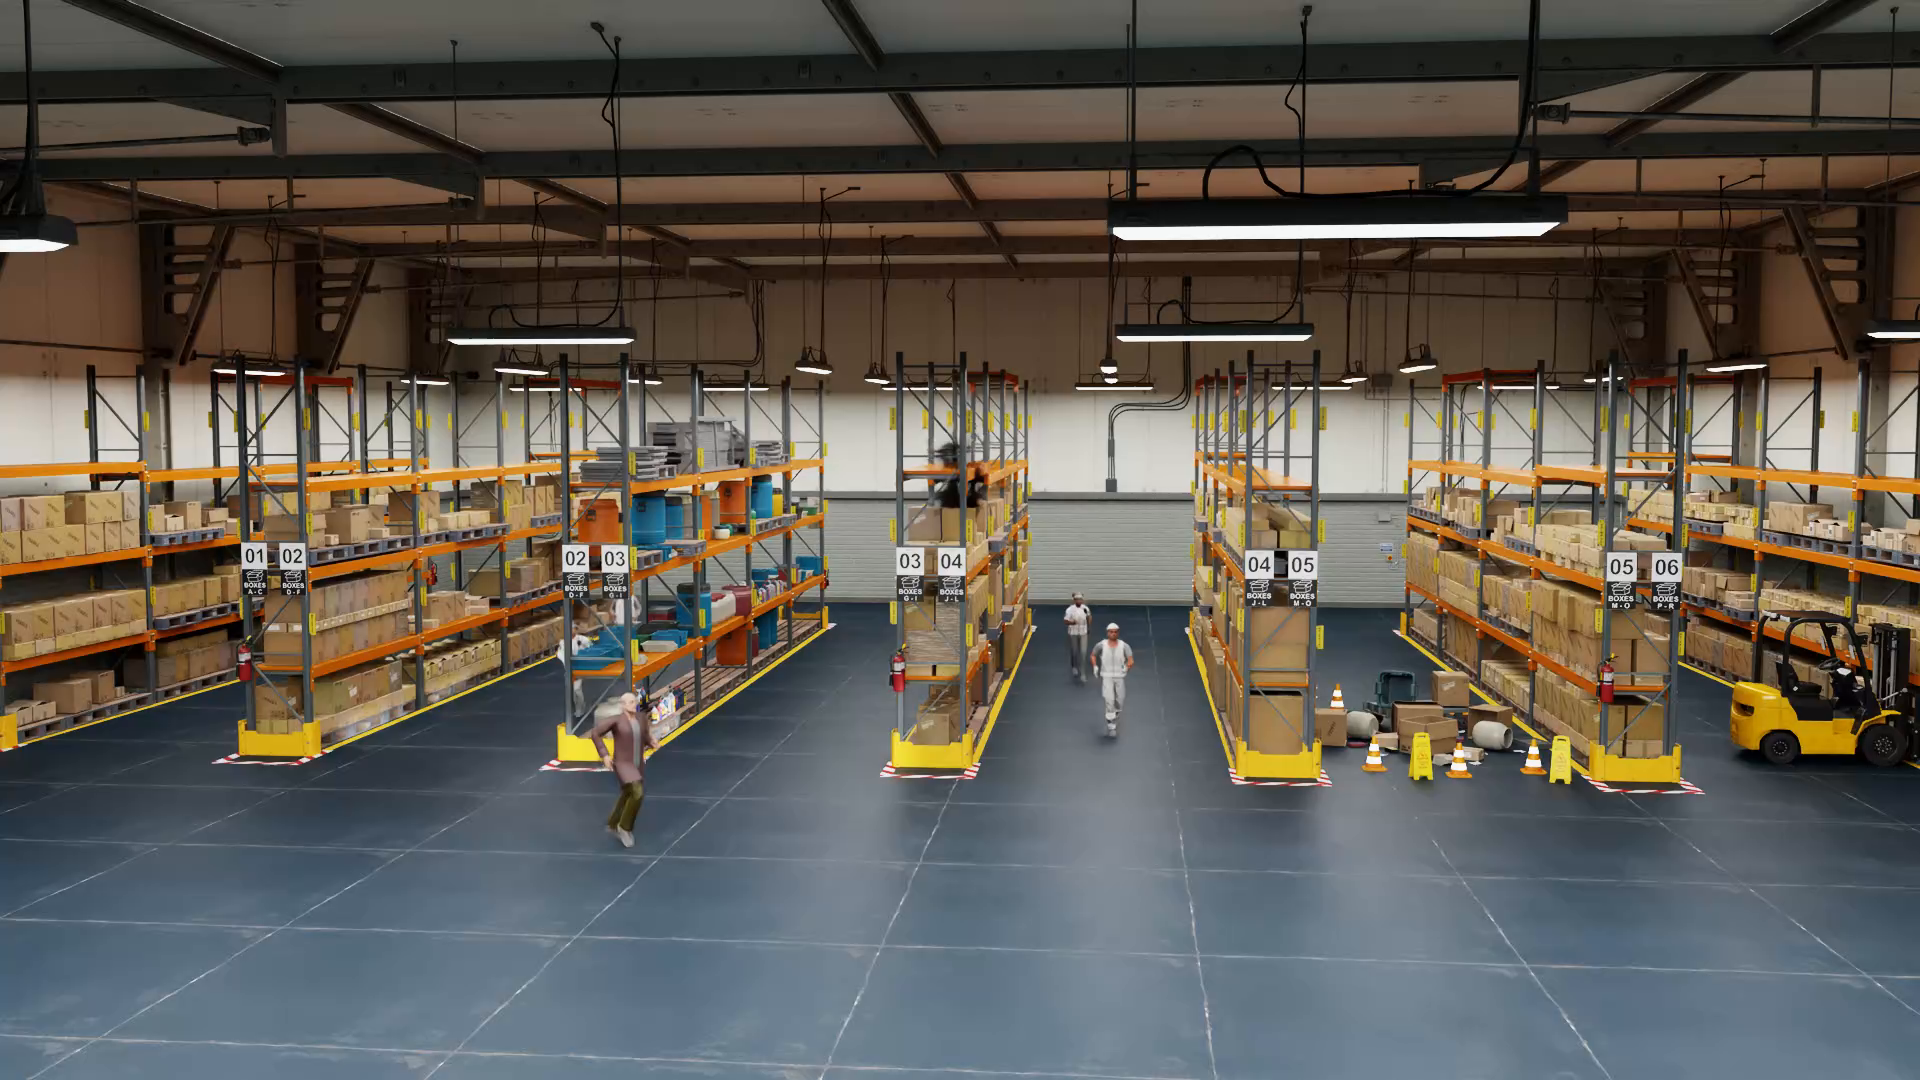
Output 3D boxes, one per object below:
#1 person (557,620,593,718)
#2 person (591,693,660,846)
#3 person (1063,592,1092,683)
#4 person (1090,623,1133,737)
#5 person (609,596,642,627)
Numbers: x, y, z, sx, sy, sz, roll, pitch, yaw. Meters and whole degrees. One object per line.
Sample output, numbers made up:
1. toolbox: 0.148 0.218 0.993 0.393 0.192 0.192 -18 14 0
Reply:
1. person: -6.492 2.170 28.033 0.578 1.671 0.739 0 4 7
2. person: -3.933 2.726 19.806 0.803 1.823 0.693 2 5 30
3. person: 2.286 1.849 32.224 0.574 1.721 0.883 0 4 -2
4. person: 2.438 2.214 26.676 0.677 1.778 0.828 0 4 -2
5. person: -6.889 1.711 34.203 0.656 1.722 0.607 0 4 -5
